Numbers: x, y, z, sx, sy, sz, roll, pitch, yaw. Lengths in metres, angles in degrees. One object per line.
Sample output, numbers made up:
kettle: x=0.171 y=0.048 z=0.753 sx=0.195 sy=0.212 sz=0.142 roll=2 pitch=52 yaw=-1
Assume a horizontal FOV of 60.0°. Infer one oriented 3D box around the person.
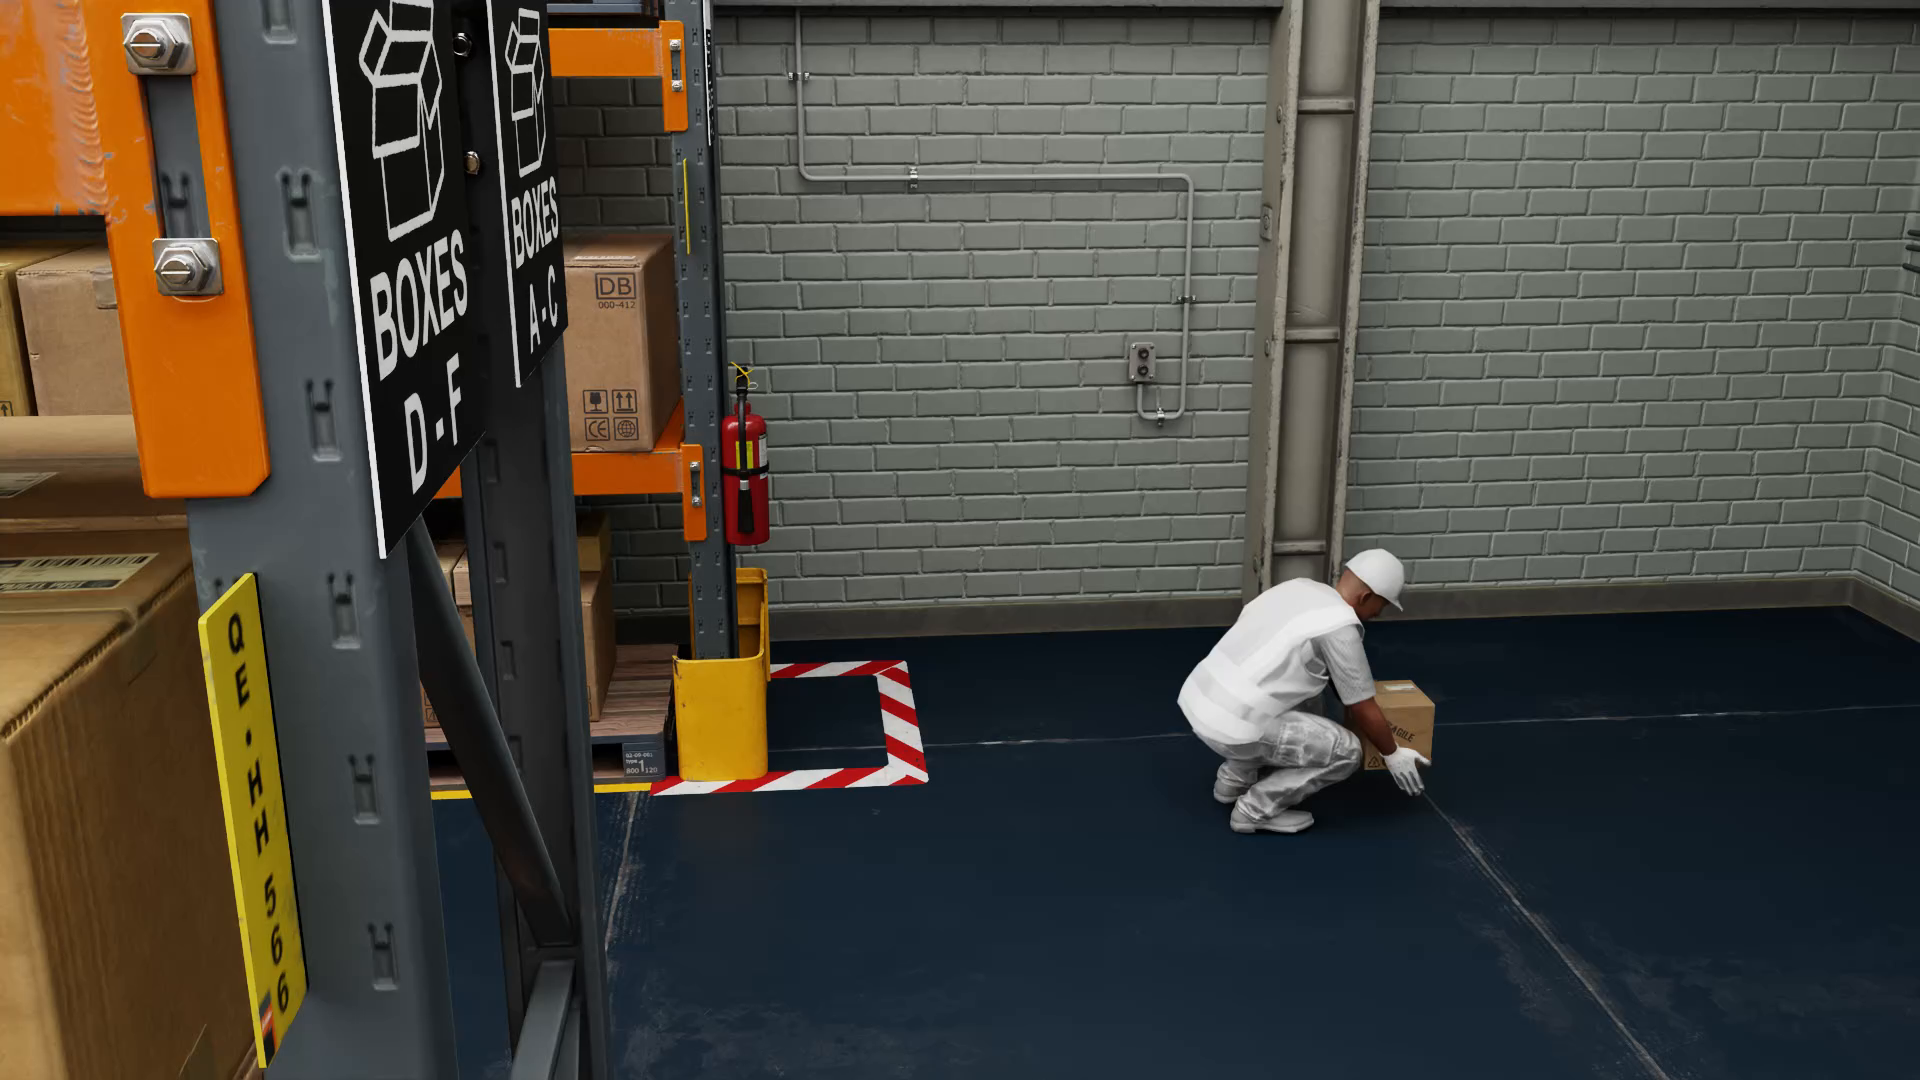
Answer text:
person: x=1.259 y=0.534 z=6.109 sx=0.901 sy=0.996 sz=0.566 roll=-2 pitch=17 yaw=-6
